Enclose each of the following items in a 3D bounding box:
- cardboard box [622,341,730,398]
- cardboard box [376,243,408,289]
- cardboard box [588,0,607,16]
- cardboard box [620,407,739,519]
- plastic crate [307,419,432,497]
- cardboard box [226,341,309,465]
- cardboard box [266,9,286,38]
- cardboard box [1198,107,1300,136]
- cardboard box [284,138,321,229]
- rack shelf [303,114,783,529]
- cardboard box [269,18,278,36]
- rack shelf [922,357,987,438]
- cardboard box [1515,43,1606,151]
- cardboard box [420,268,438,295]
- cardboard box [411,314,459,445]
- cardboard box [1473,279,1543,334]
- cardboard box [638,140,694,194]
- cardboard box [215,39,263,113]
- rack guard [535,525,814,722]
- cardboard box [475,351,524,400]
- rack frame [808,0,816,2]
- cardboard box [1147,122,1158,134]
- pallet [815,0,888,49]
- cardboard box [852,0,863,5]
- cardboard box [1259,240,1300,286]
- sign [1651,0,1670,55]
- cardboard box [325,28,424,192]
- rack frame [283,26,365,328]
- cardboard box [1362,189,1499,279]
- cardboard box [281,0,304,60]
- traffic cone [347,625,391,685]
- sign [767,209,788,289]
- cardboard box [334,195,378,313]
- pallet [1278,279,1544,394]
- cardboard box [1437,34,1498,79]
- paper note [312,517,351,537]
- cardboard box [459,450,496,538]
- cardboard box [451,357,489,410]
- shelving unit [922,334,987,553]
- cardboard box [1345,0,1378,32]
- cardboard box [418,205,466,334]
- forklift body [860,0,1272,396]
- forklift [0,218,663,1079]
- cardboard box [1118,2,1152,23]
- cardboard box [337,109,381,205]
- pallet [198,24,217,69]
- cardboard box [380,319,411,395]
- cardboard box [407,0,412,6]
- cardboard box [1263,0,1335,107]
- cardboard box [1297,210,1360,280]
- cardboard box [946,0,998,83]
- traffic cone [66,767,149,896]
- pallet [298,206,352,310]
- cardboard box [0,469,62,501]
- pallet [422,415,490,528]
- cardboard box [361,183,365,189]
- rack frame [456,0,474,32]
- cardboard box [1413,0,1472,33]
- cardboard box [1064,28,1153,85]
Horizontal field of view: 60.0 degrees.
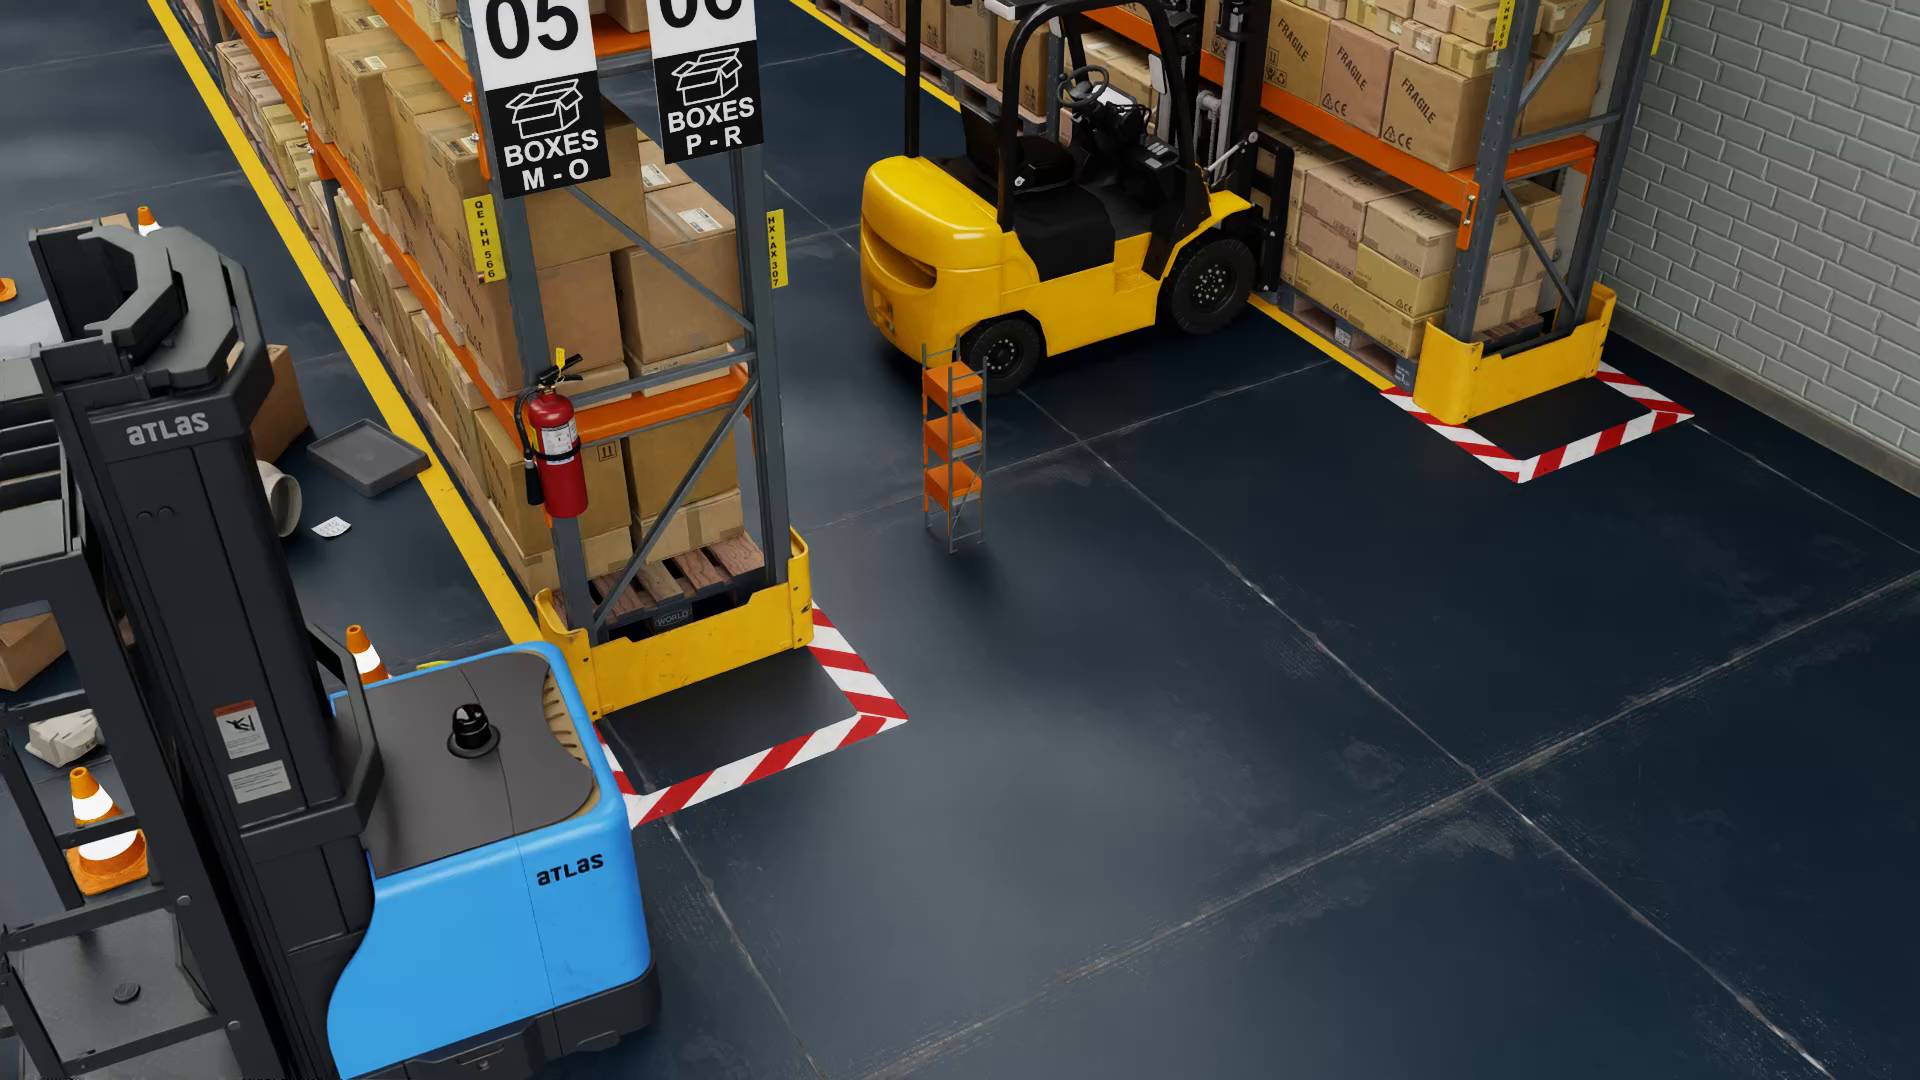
[{"bbox_3d":[-1.192,-0.761,6.962,0.380,0.149,0.250,-19,40,-24],"label":"cardboard box"},{"bbox_3d":[-2.739,-1.431,8.456,0.380,0.149,0.250,-17,39,-21],"label":"cardboard box"},{"bbox_3d":[-1.296,-2.110,6.266,0.380,0.149,0.250,-20,41,-25],"label":"cardboard box"},{"bbox_3d":[-1.379,-0.495,7.724,0.500,0.500,0.500,-20,41,-25],"label":"cardboard box"},{"bbox_3d":[-3.130,-0.445,8.791,0.583,0.080,0.402,26,44,31],"label":"plastic crate"},{"bbox_3d":[-3.848,-0.710,8.796,0.500,0.500,0.500,6,37,8],"label":"cardboard box"},{"bbox_3d":[-3.641,-3.165,9.348,0.500,0.500,0.500,-20,40,-25],"label":"cardboard box"},{"bbox_3d":[1.817,-2.480,10.229,0.500,0.250,0.500,-20,41,-25],"label":"cardboard box"},{"bbox_3d":[-3.840,-2.408,10.876,0.950,0.372,0.625,-16,39,-21],"label":"cardboard box"},{"bbox_3d":[-2.205,-1.357,8.175,1.077,0.370,4.000,-19,40,-24],"label":"rack shelf"},{"bbox_3d":[-3.825,-3.056,9.748,0.380,0.149,0.250,-20,41,-25],"label":"cardboard box"},{"bbox_3d":[-0.027,-0.672,7.817,0.215,0.259,0.240,-19,40,-24],"label":"rack shelf"},{"bbox_3d":[3.081,-2.476,9.012,0.500,0.500,0.500,-18,40,-22],"label":"cardboard box"},{"bbox_3d":[-2.276,-1.285,7.679,0.380,0.149,0.250,-19,40,-24],"label":"cardboard box"},{"bbox_3d":[-2.341,-0.846,8.204,0.500,0.500,0.500,-20,41,-25],"label":"cardboard box"},{"bbox_3d":[3.012,-1.468,9.692,0.500,0.250,0.500,-19,40,-24],"label":"cardboard box"},{"bbox_3d":[-1.462,-1.375,7.253,0.500,0.500,0.500,-18,40,-23],"label":"cardboard box"},{"bbox_3d":[-4.945,-3.525,12.405,0.950,0.372,0.625,-22,41,-27],"label":"cardboard box"},{"bbox_3d":[-1.239,0.343,7.357,1.175,0.500,0.348,-19,40,-24],"label":"rack guard"},{"bbox_3d":[-1.797,-0.750,6.947,0.380,0.149,0.250,-19,40,-24],"label":"cardboard box"},{"bbox_3d":[-0.930,-6.180,14.169,1.000,3.000,0.127,-19,40,-24],"label":"rack frame"},{"bbox_3d":[1.553,-2.547,10.746,0.500,0.250,0.500,-19,40,-24],"label":"cardboard box"},{"bbox_3d":[-0.550,-4.623,14.400,1.003,0.211,1.213,-19,40,-24],"label":"pallet"},{"bbox_3d":[-0.628,-5.069,14.304,0.875,0.625,0.625,-18,40,-23],"label":"cardboard box"},{"bbox_3d":[2.095,-1.820,10.174,0.500,0.250,0.500,-18,40,-23],"label":"cardboard box"},{"bbox_3d":[3.572,-2.644,8.525,0.100,0.325,0.005,-19,40,-24],"label":"sign"},{"bbox_3d":[-2.239,-1.878,7.093,0.700,0.500,0.500,-19,40,-24],"label":"cardboard box"},{"bbox_3d":[-3.210,-2.668,9.359,1.000,3.000,0.127,-19,40,-24],"label":"rack frame"},{"bbox_3d":[2.588,-1.706,9.170,0.500,0.250,0.500,-18,40,-22],"label":"cardboard box"},{"bbox_3d":[-2.939,-2.676,8.186,0.700,0.500,0.500,-19,40,-24],"label":"cardboard box"},{"bbox_3d":[-2.532,0.560,7.091,0.336,0.463,0.334,-19,40,-24],"label":"traffic cone"},{"bbox_3d":[-0.731,-1.138,6.531,0.100,0.325,0.005,-19,40,-24],"label":"sign"},{"bbox_3d":[-3.147,-1.649,9.304,0.500,0.500,0.500,-17,39,-22],"label":"cardboard box"},{"bbox_3d":[2.669,-1.352,9.922,1.003,0.211,1.213,-19,40,-24],"label":"pallet"},{"bbox_3d":[2.673,-2.497,8.490,0.380,0.149,0.250,-18,40,-23],"label":"cardboard box"},{"bbox_3d":[-3.141,-0.067,8.316,0.148,0.019,0.142,26,44,31],"label":"paper note"},{"bbox_3d":[-2.093,-0.286,8.074,0.500,0.250,0.500,-19,40,-24],"label":"cardboard box"},{"bbox_3d":[-2.071,-0.750,7.524,0.380,0.149,0.250,-18,40,-23],"label":"cardboard box"},{"bbox_3d":[-0.027,-0.451,7.978,0.215,1.050,0.252,-19,40,-24],"label":"shelving unit"},{"bbox_3d":[2.327,-2.898,9.040,0.380,0.149,0.250,-19,40,-24],"label":"cardboard box"},{"bbox_3d":[-1.959,-1.240,7.068,0.500,0.500,0.500,-19,40,-24],"label":"cardboard box"},{"bbox_3d":[0.559,-2.184,9.417,2.313,2.155,1.214,-19,40,-24],"label":"forklift body"},{"bbox_3d":[-2.612,0.645,4.882,3.031,2.935,1.130,-15,39,-20],"label":"forklift"},{"bbox_3d":[1.353,-3.616,10.573,0.500,0.500,0.500,-18,40,-23],"label":"cardboard box"},{"bbox_3d":[-2.717,-2.012,8.125,0.500,0.500,0.500,-19,40,-24],"label":"cardboard box"},{"bbox_3d":[-5.551,-4.006,13.556,1.003,0.211,1.213,-19,40,-24],"label":"pallet"},{"bbox_3d":[-2.869,-1.077,9.157,0.500,0.250,0.500,-17,39,-21],"label":"cardboard box"},{"bbox_3d":[-1.879,-2.100,6.251,0.380,0.149,0.250,-18,40,-23],"label":"cardboard box"},{"bbox_3d":[2.105,-2.843,9.514,0.500,0.500,0.500,-20,41,-25],"label":"cardboard box"},{"bbox_3d":[2.332,-1.776,9.690,0.500,0.250,0.500,-19,40,-24],"label":"cardboard box"},{"bbox_3d":[0.425,-4.012,12.857,0.875,0.625,0.625,-19,40,-24],"label":"cardboard box"},{"bbox_3d":[-3.321,1.062,6.404,0.336,0.463,0.334,-19,40,-24],"label":"traffic cone"},{"bbox_3d":[-3.603,-1.938,10.725,1.003,0.211,1.213,-19,40,-24],"label":"pallet"},{"bbox_3d":[-4.749,-0.294,8.111,0.797,0.637,0.503,-19,40,-24],"label":"cardboard box"},{"bbox_3d":[-2.225,-0.587,8.874,1.003,0.211,1.213,-19,40,-24],"label":"pallet"},{"bbox_3d":[-2.904,-1.934,8.568,0.380,0.149,0.250,-18,40,-23],"label":"cardboard box"},{"bbox_3d":[-1.201,-3.050,4.797,1.000,3.000,0.127,-19,40,-24],"label":"rack frame"},{"bbox_3d":[2.576,-2.760,8.598,0.380,0.149,0.250,-19,40,-24],"label":"cardboard box"},{"bbox_3d":[1.051,-3.264,11.303,0.500,0.250,0.500,-20,40,-25],"label":"cardboard box"}]
